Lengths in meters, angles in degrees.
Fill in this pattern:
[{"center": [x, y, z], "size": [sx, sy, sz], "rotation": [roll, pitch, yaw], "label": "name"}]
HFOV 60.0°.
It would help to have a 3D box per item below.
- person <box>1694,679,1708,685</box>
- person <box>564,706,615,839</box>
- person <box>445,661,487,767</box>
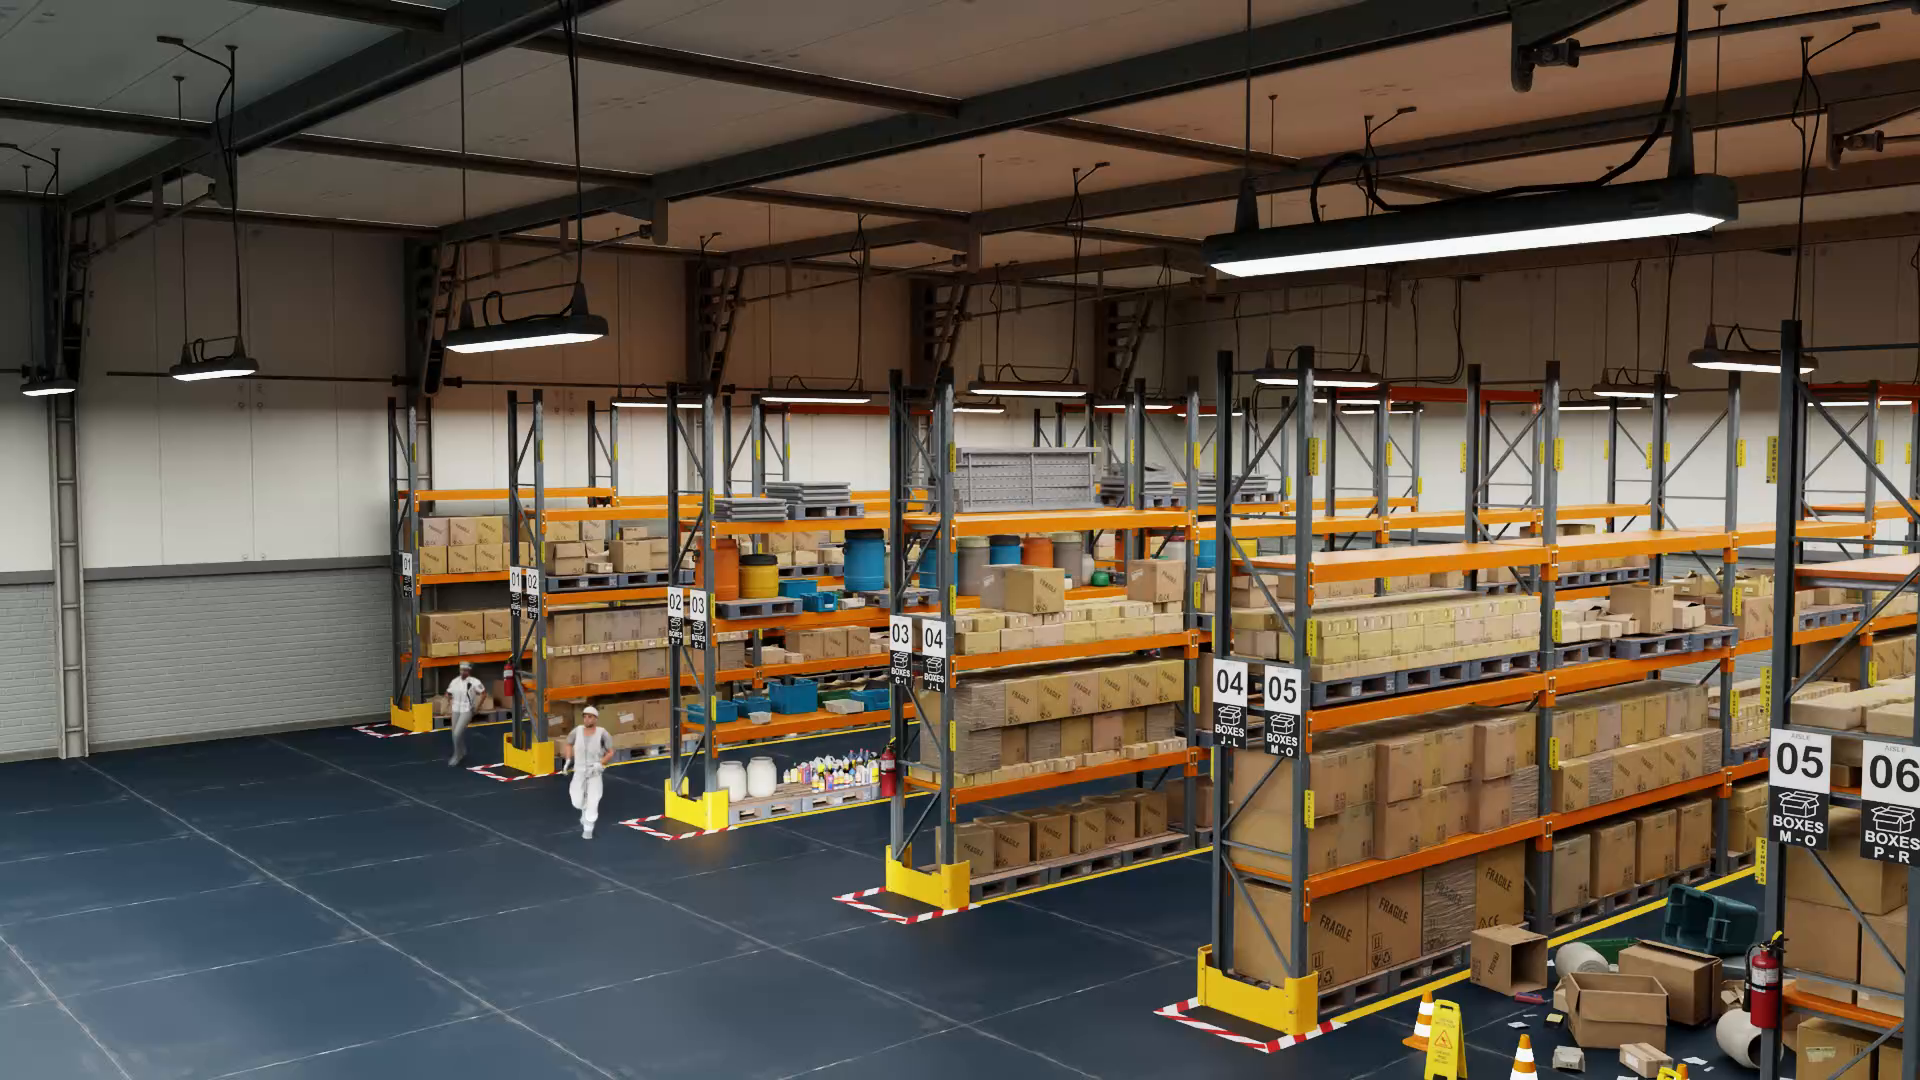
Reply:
[{"center": [10.767, 2.909, 24.161], "size": [0.760, 1.804, 0.673], "rotation": [-3, 4, -40], "label": "person"}, {"center": [-4.856, 3.034, 21.756], "size": [0.682, 1.738, 0.560], "rotation": [0, 3, 0], "label": "person"}, {"center": [-7.970, 2.777, 26.728], "size": [0.623, 1.699, 0.663], "rotation": [1, 3, 14], "label": "person"}]
